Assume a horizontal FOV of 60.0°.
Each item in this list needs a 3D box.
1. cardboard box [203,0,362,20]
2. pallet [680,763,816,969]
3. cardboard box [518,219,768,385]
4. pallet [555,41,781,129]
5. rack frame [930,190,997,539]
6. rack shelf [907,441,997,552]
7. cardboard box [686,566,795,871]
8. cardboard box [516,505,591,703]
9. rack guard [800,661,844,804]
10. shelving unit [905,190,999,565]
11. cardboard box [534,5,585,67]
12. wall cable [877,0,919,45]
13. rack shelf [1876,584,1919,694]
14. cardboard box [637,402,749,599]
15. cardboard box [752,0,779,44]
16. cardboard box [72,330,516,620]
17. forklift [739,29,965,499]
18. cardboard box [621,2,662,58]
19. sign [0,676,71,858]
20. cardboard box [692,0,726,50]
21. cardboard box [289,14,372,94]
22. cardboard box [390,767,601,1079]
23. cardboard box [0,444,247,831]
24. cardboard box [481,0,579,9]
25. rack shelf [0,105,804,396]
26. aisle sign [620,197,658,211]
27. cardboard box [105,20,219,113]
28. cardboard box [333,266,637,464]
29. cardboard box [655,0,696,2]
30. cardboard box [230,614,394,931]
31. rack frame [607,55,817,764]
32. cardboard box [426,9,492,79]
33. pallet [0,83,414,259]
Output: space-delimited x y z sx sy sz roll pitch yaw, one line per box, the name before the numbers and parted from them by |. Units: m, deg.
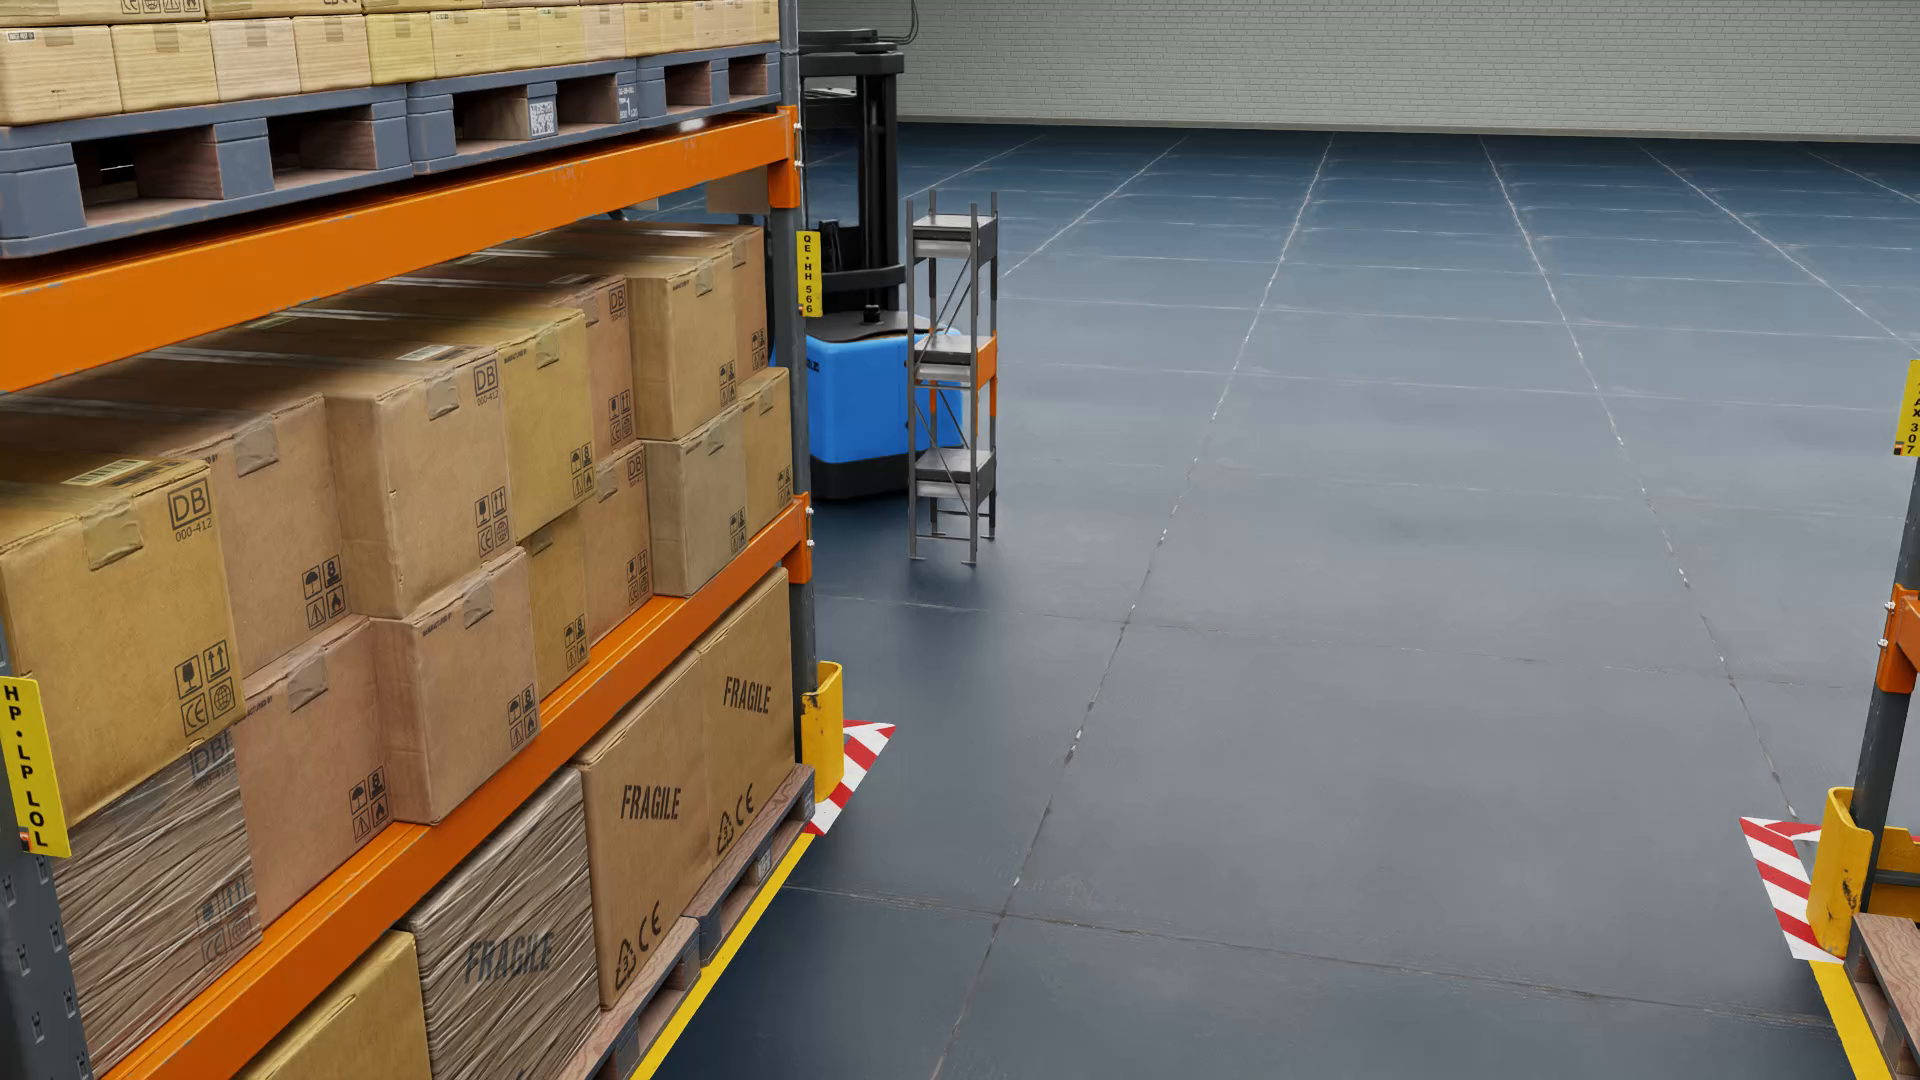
cardboard box | -1.567 -1.175 3.314 0.500 0.250 0.500 4 19 13
pallet | -1.222 1.172 6.429 1.003 0.211 1.213 5 19 13
cardboard box | -1.230 -0.873 6.200 0.875 0.550 0.550 5 19 13
pallet | -1.273 -1.548 5.576 1.003 0.211 1.213 5 19 13
rack frame | 0.019 -1.018 9.920 0.400 2.100 0.015 5 19 13
rack shelf | -0.040 -0.266 9.927 0.431 0.518 0.480 5 19 13
cardboard box | -1.204 0.620 6.368 0.875 0.875 0.875 5 19 14
cardboard box | -1.610 0.154 4.864 0.875 0.550 0.500 5 19 13
rack guard | -1.096 0.771 7.156 1.175 0.500 0.348 5 19 13
shelving unit | -0.040 -0.942 9.696 0.431 2.100 0.503 5 19 13
cardboard box | -1.228 -1.342 4.419 0.380 0.149 0.250 5 19 14
wall cable | -2.453 -12.599 37.954 3.097 2.526 0.112 5 19 13
rack shelf | 3.194 0.987 3.771 1.077 0.370 4.000 5 19 13
cardboard box | -1.262 -0.181 5.845 0.875 0.550 0.550 5 19 13
cardboard box | -0.855 -1.820 5.818 0.380 0.149 0.250 5 19 13
cardboard box | -1.669 -0.185 4.186 0.875 0.550 0.550 5 19 13
forklift | -1.122 -2.078 11.736 1.130 2.935 3.031 -10 21 -27
cardboard box | -1.104 -1.501 4.884 0.380 0.149 0.250 4 19 13
sign | -1.551 0.379 2.768 0.100 0.325 0.005 5 19 13
cardboard box | -0.979 -1.660 5.351 0.380 0.149 0.250 5 19 14
cardboard box | -1.476 -1.022 3.483 0.380 0.149 0.250 4 19 13
cardboard box | -1.641 1.182 4.724 0.875 0.875 0.875 5 19 14
cardboard box | -1.956 0.155 3.191 0.875 0.550 0.550 5 19 13
cardboard box | -1.321 -1.492 4.242 0.500 0.250 0.500 5 19 14
rack shelf | -1.591 -0.856 4.526 1.077 0.370 4.000 5 19 13
aisle sign | -1.376 -1.680 6.444 0.394 0.787 0.004 5 19 13
cardboard box | -1.600 -0.866 3.025 0.380 0.149 0.250 5 19 14
cardboard box | -1.544 -0.528 5.191 0.875 0.550 0.550 5 19 13
cardboard box | -1.074 -1.807 5.165 0.500 0.250 0.500 5 19 13
cardboard box | -1.889 0.488 3.886 0.875 0.550 0.550 5 19 13
rack frame | -1.102 -0.404 6.730 1.000 3.000 0.127 5 19 13
cardboard box | -1.352 -1.184 3.956 0.380 0.149 0.250 5 19 13
pallet | -1.869 -0.783 3.337 1.003 0.211 1.213 5 19 13
